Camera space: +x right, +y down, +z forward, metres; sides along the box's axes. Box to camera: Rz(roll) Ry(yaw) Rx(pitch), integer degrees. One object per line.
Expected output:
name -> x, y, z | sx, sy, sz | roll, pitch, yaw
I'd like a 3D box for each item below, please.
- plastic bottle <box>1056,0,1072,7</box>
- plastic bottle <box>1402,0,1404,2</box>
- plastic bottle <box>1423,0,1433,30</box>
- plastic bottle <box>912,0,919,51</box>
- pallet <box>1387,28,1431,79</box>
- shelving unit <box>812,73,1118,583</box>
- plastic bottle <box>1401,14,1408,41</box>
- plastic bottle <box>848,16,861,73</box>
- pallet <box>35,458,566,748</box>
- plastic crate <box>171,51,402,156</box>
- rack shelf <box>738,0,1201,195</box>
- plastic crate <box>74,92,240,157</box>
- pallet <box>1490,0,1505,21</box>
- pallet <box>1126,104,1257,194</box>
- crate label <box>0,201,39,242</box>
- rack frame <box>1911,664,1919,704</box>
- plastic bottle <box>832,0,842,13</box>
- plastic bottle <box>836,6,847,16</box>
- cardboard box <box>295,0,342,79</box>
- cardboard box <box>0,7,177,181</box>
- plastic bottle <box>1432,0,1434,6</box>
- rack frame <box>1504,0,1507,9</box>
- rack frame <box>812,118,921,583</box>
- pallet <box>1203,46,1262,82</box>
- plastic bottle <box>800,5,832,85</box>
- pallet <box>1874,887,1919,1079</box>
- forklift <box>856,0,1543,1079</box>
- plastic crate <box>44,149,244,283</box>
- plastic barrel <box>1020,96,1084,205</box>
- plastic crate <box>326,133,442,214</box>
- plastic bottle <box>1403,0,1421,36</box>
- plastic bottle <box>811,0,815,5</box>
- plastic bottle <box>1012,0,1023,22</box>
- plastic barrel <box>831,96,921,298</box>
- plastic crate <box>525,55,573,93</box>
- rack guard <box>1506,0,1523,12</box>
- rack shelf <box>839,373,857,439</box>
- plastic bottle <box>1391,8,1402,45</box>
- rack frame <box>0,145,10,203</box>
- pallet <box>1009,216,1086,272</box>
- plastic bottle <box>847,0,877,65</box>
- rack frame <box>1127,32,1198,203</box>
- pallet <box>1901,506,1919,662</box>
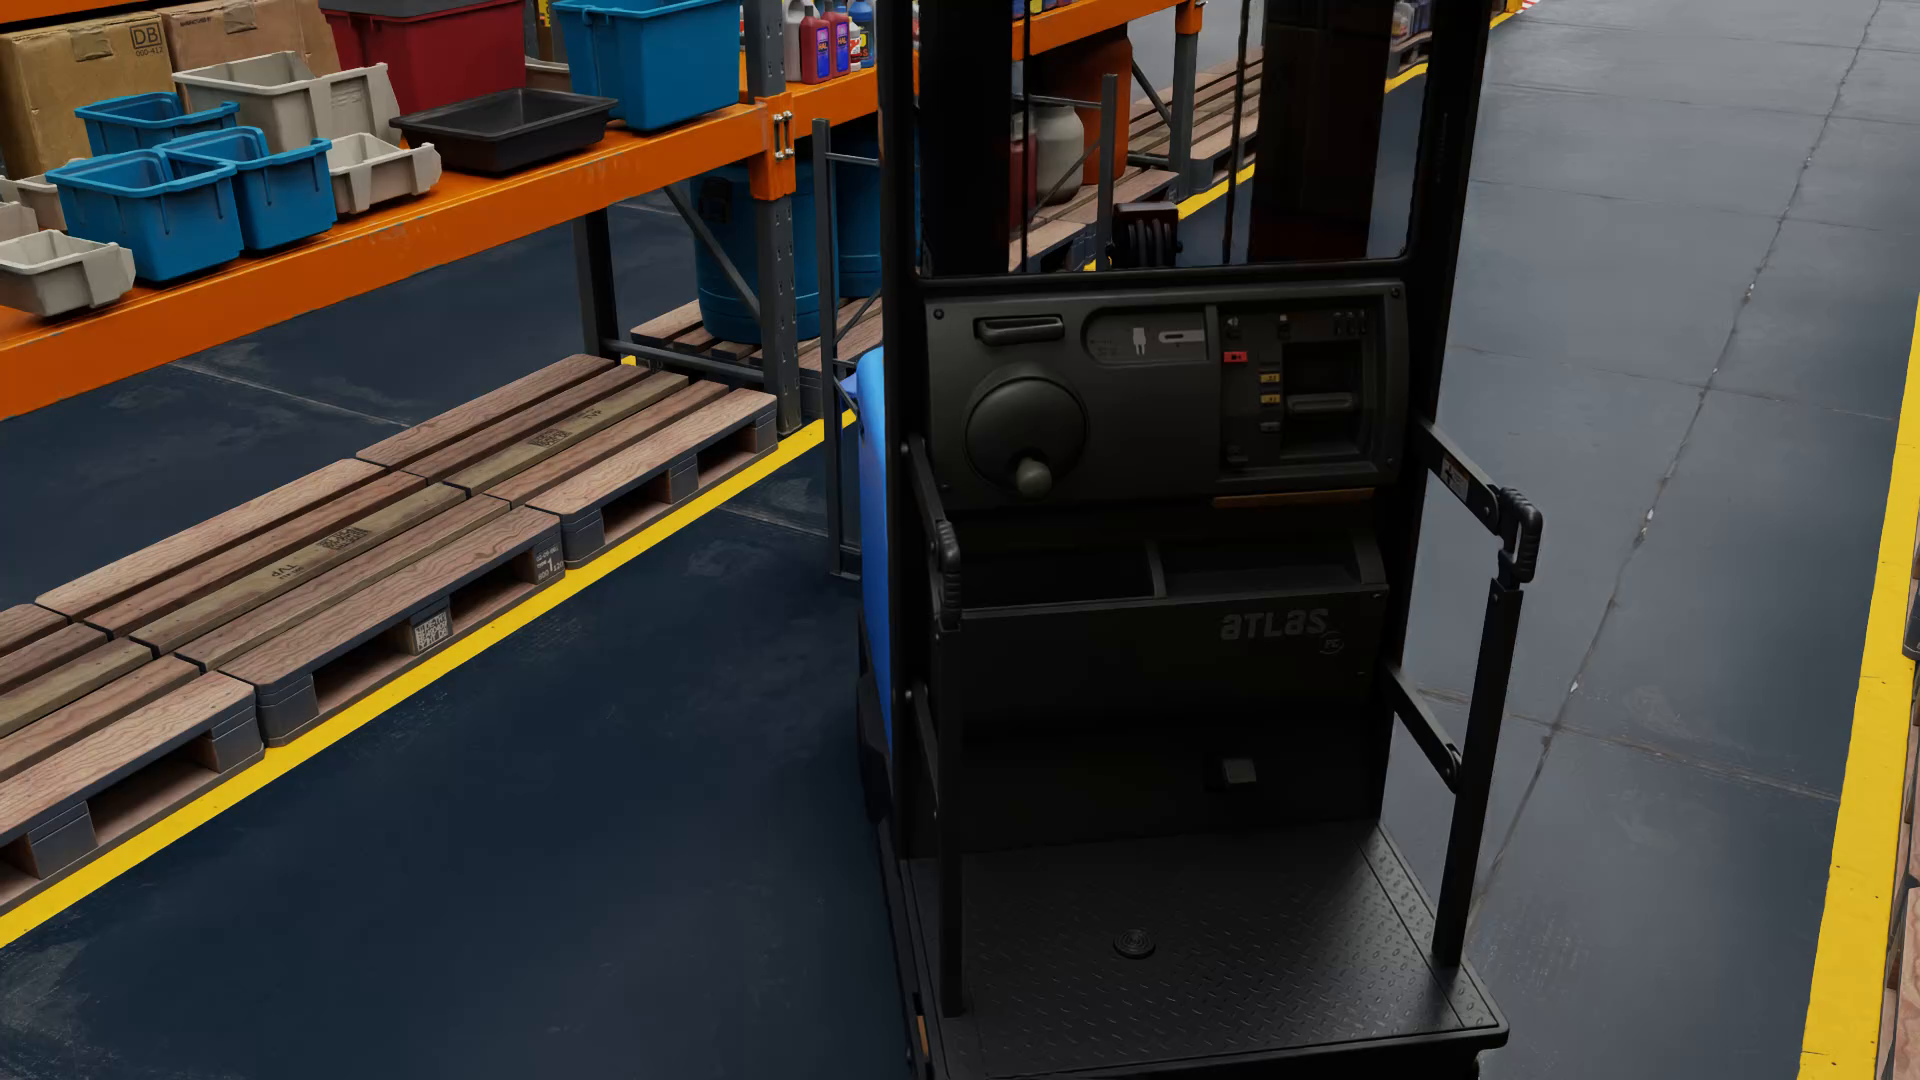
plastic bottle -> 0.483, -2.685, 7.893 | 0.061, 0.283, 0.133 | 14, 30, 26
plastic bottle -> 3.565, -4.276, 13.497 | 0.097, 0.271, 0.097 | 0, 27, 0
plastic bottle -> 3.809, -4.327, 13.586 | 0.061, 0.283, 0.133 | 16, 31, 28
plastic bottle -> -0.179, -2.140, 6.897 | 0.097, 0.201, 0.097 | 0, 27, 0
pallet -> 3.207, -3.998, 13.502 | 1.003, 0.211, 1.213 | 14, 30, 26
shelving unit -> 0.042, -0.704, 5.481 | 0.538, 1.500, 1.048 | 14, 30, 26
plastic bottle -> 3.479, -4.045, 13.115 | 0.097, 0.201, 0.097 | 0, 27, 0
plastic bottle -> -0.437, -1.936, 6.489 | 0.097, 0.201, 0.097 | 0, 27, 0
pallet -> -2.022, 0.144, 5.226 | 1.003, 0.211, 1.213 | 14, 30, 26
plastic crate -> -2.007, -1.294, 5.050 | 0.437, 0.282, 0.530 | 14, 30, 26
rack shelf -> -0.111, -2.333, 7.863 | 1.077, 0.370, 4.000 | 14, 30, 26
plastic crate -> -2.276, -1.125, 4.766 | 0.416, 0.233, 0.300 | 14, 30, 26
pallet -> 4.407, -4.949, 15.401 | 1.003, 0.211, 1.213 | 14, 30, 26
pallet -> 1.287, -2.480, 10.469 | 1.003, 0.211, 1.213 | 14, 30, 26
crate label -> -2.549, -0.806, 4.238 | 0.396, 0.136, 0.243 | 14, 30, 26
rack frame -> 3.215, -0.783, 3.963 | 1.000, 3.000, 0.127 | 14, 30, 26
plastic bottle -> -0.571, -2.413, 7.364 | 0.097, 0.271, 0.097 | 0, 27, 0
plastic bottle -> -0.474, -2.046, 6.707 | 0.097, 0.201, 0.097 | 0, 27, 0
cardboard box -> -4.243, -3.152, 10.601 | 1.225, 0.875, 0.875 | 14, 30, 26
cardboard box -> -5.110, -2.457, 9.212 | 1.225, 0.875, 0.875 | 14, 30, 26
plastic bottle -> 3.900, -4.467, 13.791 | 0.144, 0.351, 0.185 | 14, 30, 26
rack frame -> 4.808, -6.552, 15.487 | 1.000, 3.000, 0.127 | 14, 30, 26
rack frame -> -0.208, -0.506, 5.085 | 0.500, 1.500, 0.032 | 14, 30, 26
pallet -> 2.488, -3.431, 12.369 | 1.003, 0.211, 1.213 | 14, 30, 26
plastic bottle -> -0.544, -1.872, 6.269 | 0.061, 0.283, 0.133 | 14, 30, 26
pallet -> 2.277, 1.209, 3.099 | 1.003, 0.211, 1.213 | 14, 30, 26
forklift -> 0.433, -0.247, 2.968 | 1.130, 2.935, 3.031 | -4, 27, -7
plastic crate -> -2.007, -0.805, 4.127 | 0.416, 0.233, 0.300 | 14, 30, 26
plastic barrel -> 0.447, -2.075, 8.855 | 0.421, 0.512, 0.421 | 0, 27, 0
plastic crate -> -1.690, -1.039, 4.702 | 0.293, 0.136, 0.466 | 14, 30, 26
plastic bottle -> 3.599, -4.228, 13.313 | 0.144, 0.351, 0.185 | 15, 30, 27
plastic bottle -> -0.712, -2.324, 7.096 | 0.144, 0.351, 0.185 | 14, 30, 26
plastic bottle -> 0.211, -2.538, 7.524 | 0.144, 0.351, 0.185 | 14, 30, 26
plastic barrel -> -0.465, -1.609, 7.488 | 0.600, 0.901, 0.708 | 14, 30, 26
plastic crate -> -1.449, -1.634, 5.891 | 0.396, 0.136, 0.243 | 14, 30, 26
rack guard -> 4.811, -5.394, 15.967 | 1.175, 0.500, 0.348 | 14, 30, 26
rack shelf -> 0.042, -0.543, 5.561 | 0.538, 0.185, 1.000 | 14, 30, 26
plastic bottle -> 3.379, -3.997, 12.941 | 0.097, 0.271, 0.097 | 0, 27, 0
rack frame -> -5.408, -2.966, 8.324 | 1.000, 3.000, 0.127 | 14, 30, 26
pallet -> -0.080, -1.397, 8.305 | 1.003, 0.211, 1.213 | 14, 30, 26
plastic bottle -> -0.356, -2.059, 6.650 | 0.152, 0.276, 0.135 | 14, 30, 26
rack frame -> 0.872, -3.434, 9.259 | 1.000, 3.000, 0.127 | 14, 30, 26
pallet -> 3.583, 0.139, 5.237 | 1.003, 0.211, 1.213 | 14, 30, 26
